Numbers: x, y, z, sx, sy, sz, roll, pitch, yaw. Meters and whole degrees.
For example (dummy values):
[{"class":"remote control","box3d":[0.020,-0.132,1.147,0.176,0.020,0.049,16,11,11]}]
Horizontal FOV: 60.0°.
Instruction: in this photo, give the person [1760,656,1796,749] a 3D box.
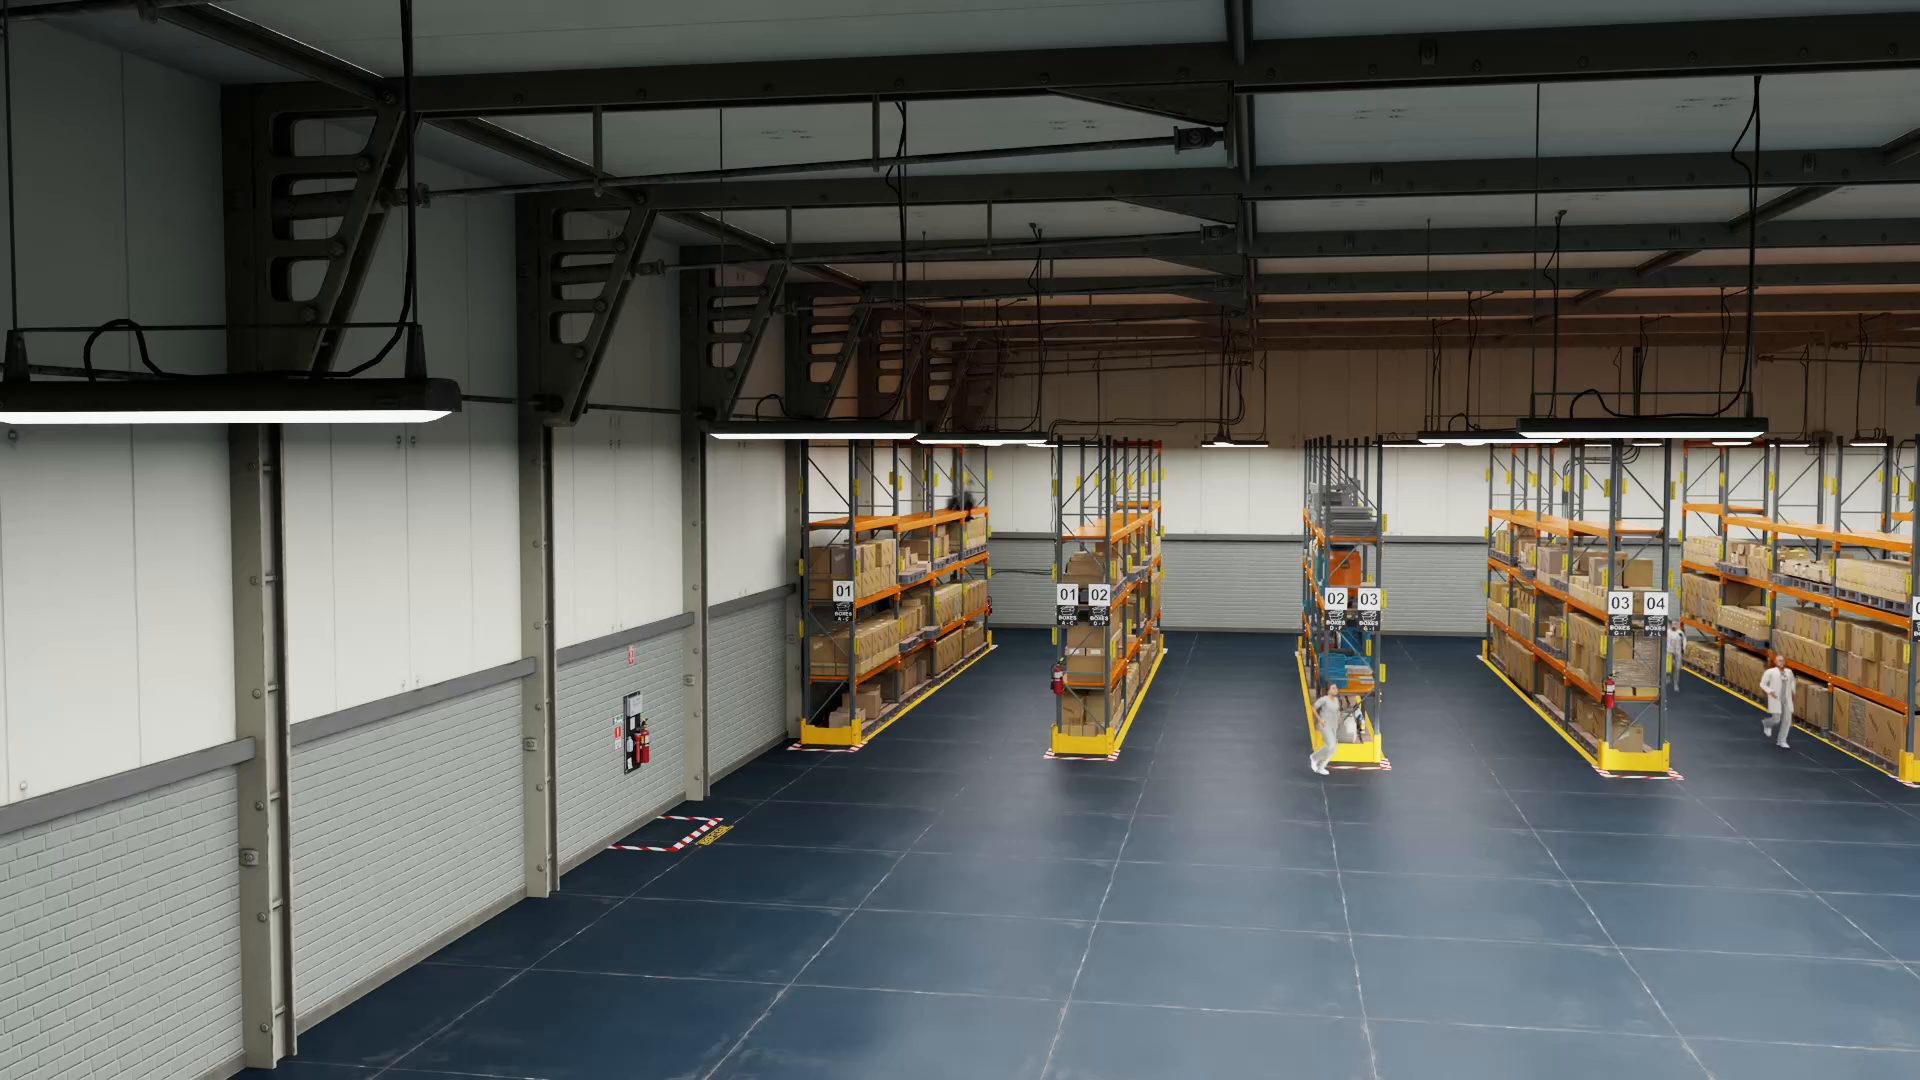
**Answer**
[{"class":"person","box3d":[15.866,3.110,32.198,0.709,1.752,0.869,0,3,2]}]

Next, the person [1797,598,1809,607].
[{"class":"person","box3d":[22.992,2.389,45.199,0.863,1.821,0.688,1,3,13]}]

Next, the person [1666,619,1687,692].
[{"class":"person","box3d":[17.101,2.726,39.835,0.626,1.706,0.902,1,3,14]}]

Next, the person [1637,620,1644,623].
[{"class":"person","box3d":[17.993,2.535,44.389,0.624,1.556,0.573,2,4,36]}]

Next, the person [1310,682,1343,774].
[{"class":"person","box3d":[6.530,3.320,29.378,0.573,1.617,0.505,-2,4,-34]}]
